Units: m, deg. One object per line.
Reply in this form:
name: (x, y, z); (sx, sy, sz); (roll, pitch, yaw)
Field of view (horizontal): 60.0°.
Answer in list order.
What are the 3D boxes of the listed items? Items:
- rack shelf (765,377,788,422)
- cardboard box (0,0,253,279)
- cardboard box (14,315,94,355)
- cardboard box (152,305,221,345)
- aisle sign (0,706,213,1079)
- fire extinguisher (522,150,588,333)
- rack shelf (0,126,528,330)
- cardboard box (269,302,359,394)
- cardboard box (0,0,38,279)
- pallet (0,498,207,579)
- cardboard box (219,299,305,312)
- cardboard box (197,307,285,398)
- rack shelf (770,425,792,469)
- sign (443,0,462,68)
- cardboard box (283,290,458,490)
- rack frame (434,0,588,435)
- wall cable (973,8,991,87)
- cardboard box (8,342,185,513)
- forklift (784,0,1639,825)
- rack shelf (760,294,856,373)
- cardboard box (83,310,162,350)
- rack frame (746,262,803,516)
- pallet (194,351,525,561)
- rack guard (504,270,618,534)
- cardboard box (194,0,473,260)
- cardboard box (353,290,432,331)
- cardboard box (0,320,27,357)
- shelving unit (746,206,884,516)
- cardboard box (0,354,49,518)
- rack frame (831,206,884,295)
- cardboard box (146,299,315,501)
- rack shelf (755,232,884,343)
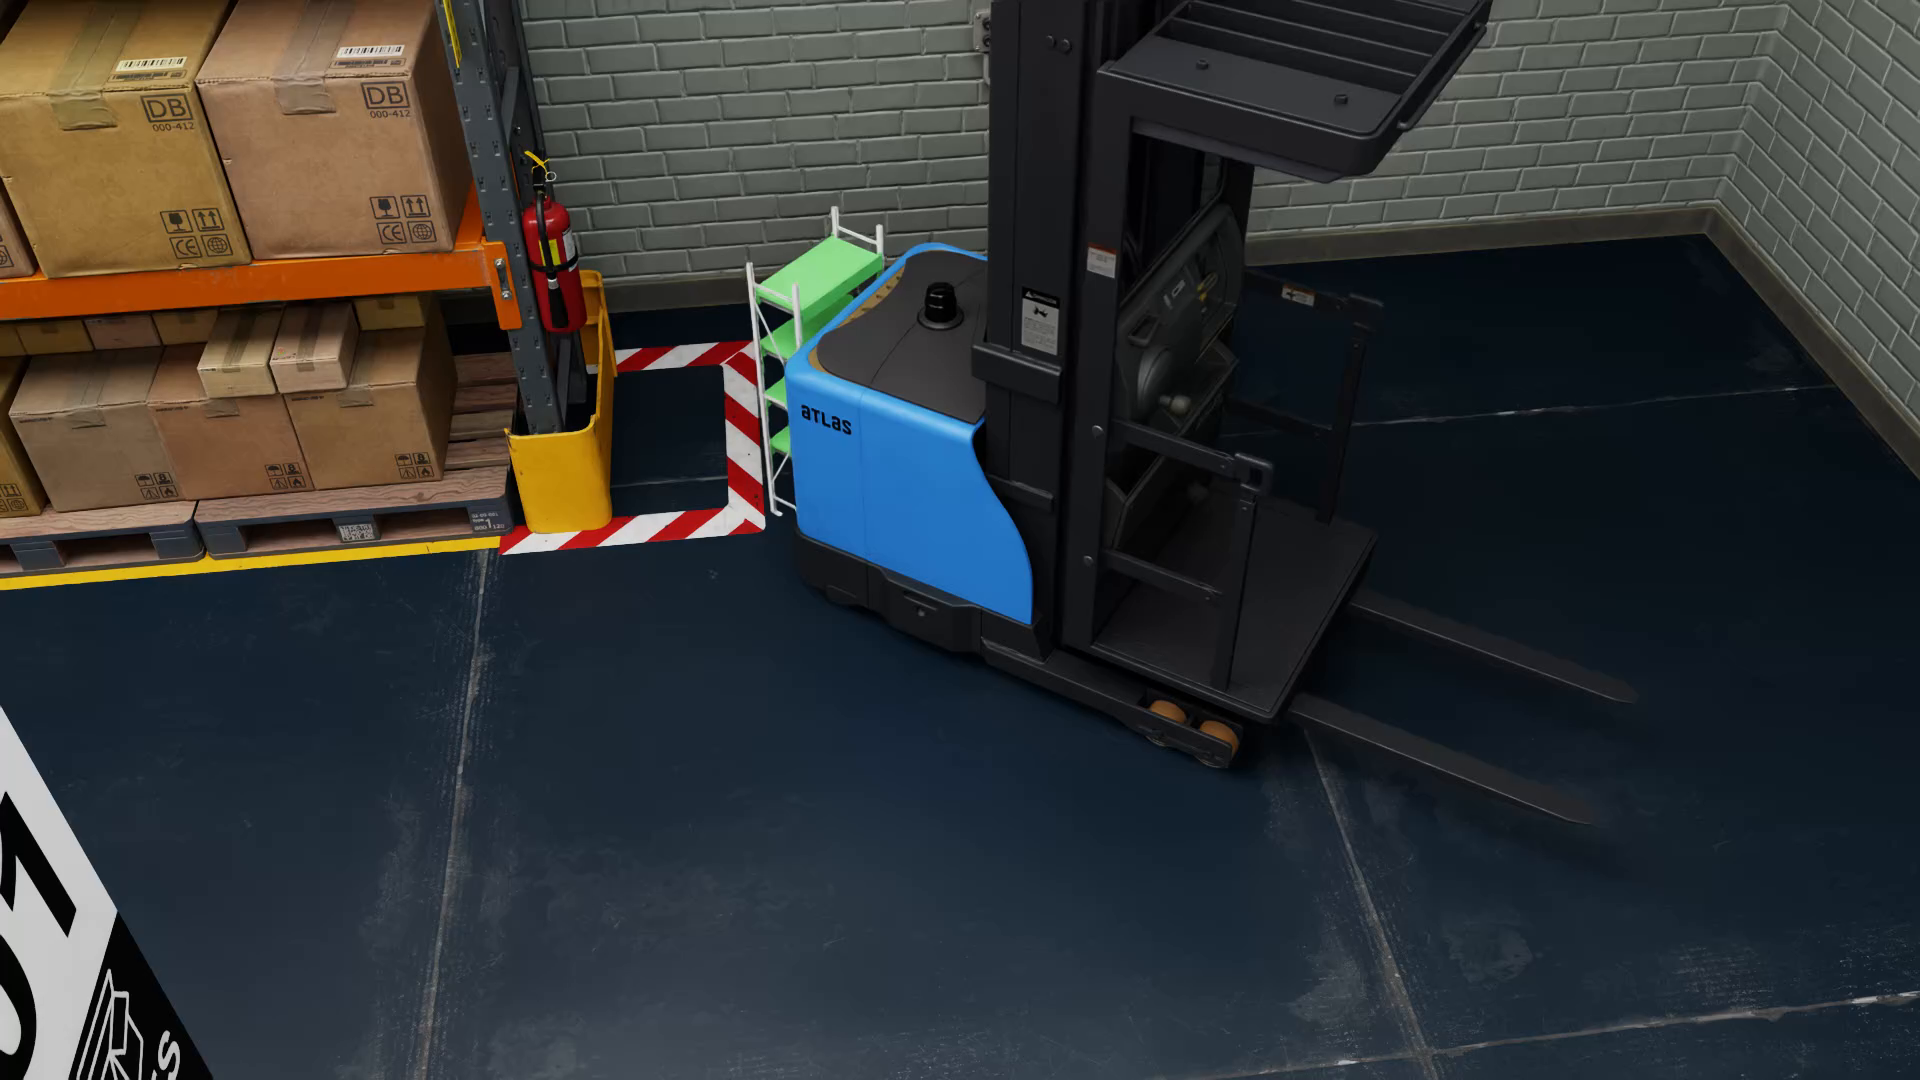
rack shelf: (-0.537, -0.604, 6.620); (0.258, 0.148, 0.480); (26, 48, 26)
cardboard box: (-2.920, -1.523, 5.975); (0.700, 0.700, 0.980); (-5, 42, -6)
cardboard box: (-3.536, -0.907, 6.585); (0.250, 0.149, 0.380); (-5, 42, -5)
cardboard box: (-3.030, -0.953, 6.635); (0.250, 0.149, 0.380); (-5, 42, -5)
aisle sign: (-1.021, 0.590, 1.916); (0.004, 0.787, 0.394); (-5, 42, -6)
fire extinguisher: (-1.487, -1.073, 6.036); (0.183, 0.674, 0.296); (-5, 42, -6)
rack shelf: (-3.679, -1.093, 6.259); (4.000, 0.370, 1.077); (-5, 42, -6)
cardboard box: (-2.481, -0.743, 6.402); (0.250, 0.149, 0.380); (-5, 42, -6)
cardboard box: (-3.678, -1.463, 5.909); (0.700, 0.700, 0.980); (-7, 43, -8)
pallet: (-3.686, -0.273, 6.895); (1.213, 0.211, 1.003); (-5, 42, -6)
cardboard box: (-2.781, -0.974, 6.659); (0.250, 0.149, 0.380); (-5, 42, -5)
cardboard box: (-2.734, -0.720, 6.377); (0.250, 0.149, 0.380); (-4, 42, -4)
rack shelf: (-0.537, -0.426, 6.780); (0.258, 0.148, 0.480); (26, 48, 26)
sign: (-1.639, -1.690, 5.342); (0.005, 0.325, 0.100); (-5, 42, -6)
cardboard box: (-2.377, -0.634, 6.766); (0.500, 0.500, 0.700); (-5, 42, -6)
rack frame: (-1.696, -1.533, 6.210); (0.127, 3.000, 1.000); (-5, 42, -6)
wall cable: (-0.549, -2.650, 6.690); (1.851, 1.984, 0.084); (-5, 42, -6)
cardboard box: (-3.372, -0.546, 6.669); (0.500, 0.500, 0.700); (-6, 42, -7)
forklift: (0.899, -0.697, 5.334); (3.031, 2.935, 1.130); (21, 46, 22)
rack shelf: (-0.537, -0.783, 6.459); (0.258, 0.148, 0.480); (26, 48, 26)
cardboard box: (-3.282, -0.930, 6.610); (0.250, 0.149, 0.380); (-4, 42, -5)
rack frame: (-0.682, -0.520, 6.431); (0.240, 1.200, 0.015); (26, 48, 26)
pallet: (-2.479, -0.376, 7.010); (1.213, 0.211, 1.003); (-5, 42, -6)
rack guard: (-1.672, -0.607, 7.050); (0.348, 0.500, 1.175); (-5, 42, -6)
cardboard box: (-2.200, -1.594, 6.054); (0.700, 0.700, 0.980); (-3, 42, -4)
cardboard box: (-2.279, -1.018, 6.708); (0.250, 0.149, 0.380); (-5, 42, -5)
cardboard box: (-3.787, -0.886, 6.561); (0.250, 0.149, 0.380); (-6, 42, -6)
shelving unit: (-0.537, -0.652, 6.577); (0.258, 1.200, 0.503); (26, 48, 26)
cardboard box: (-3.900, -0.495, 6.612); (0.500, 0.500, 0.700); (-4, 42, -5)
rack frame: (-0.392, -0.784, 6.723); (0.240, 1.200, 0.015); (26, 48, 26)
cardboard box: (-2.873, -0.590, 6.718); (0.500, 0.500, 0.700); (-5, 42, -6)
rack shelf: (-0.537, -0.961, 6.298); (0.258, 0.148, 0.480); (26, 48, 26)
